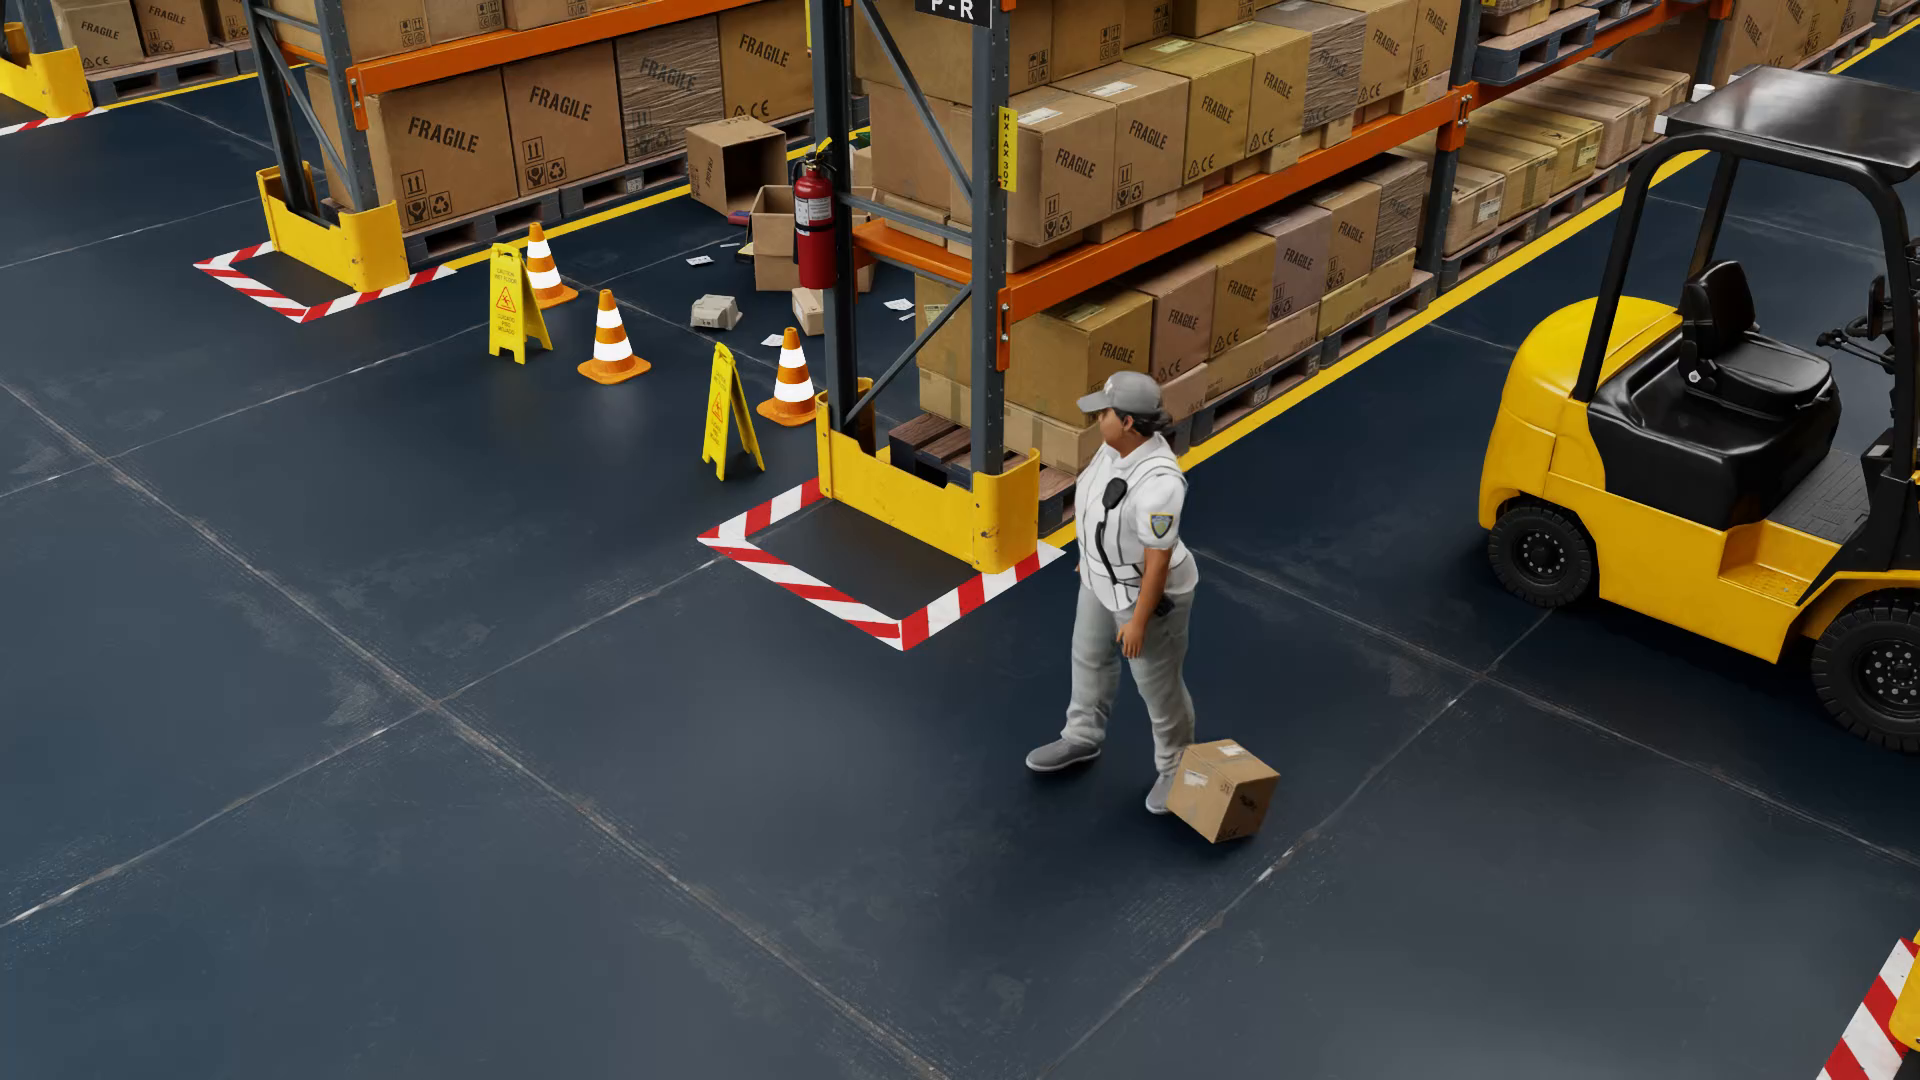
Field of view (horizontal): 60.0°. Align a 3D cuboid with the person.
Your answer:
[{"bbox_3d":[0.563,0.173,5.812,0.563,1.656,0.587,-12,34,-19],"label":"person"}]
